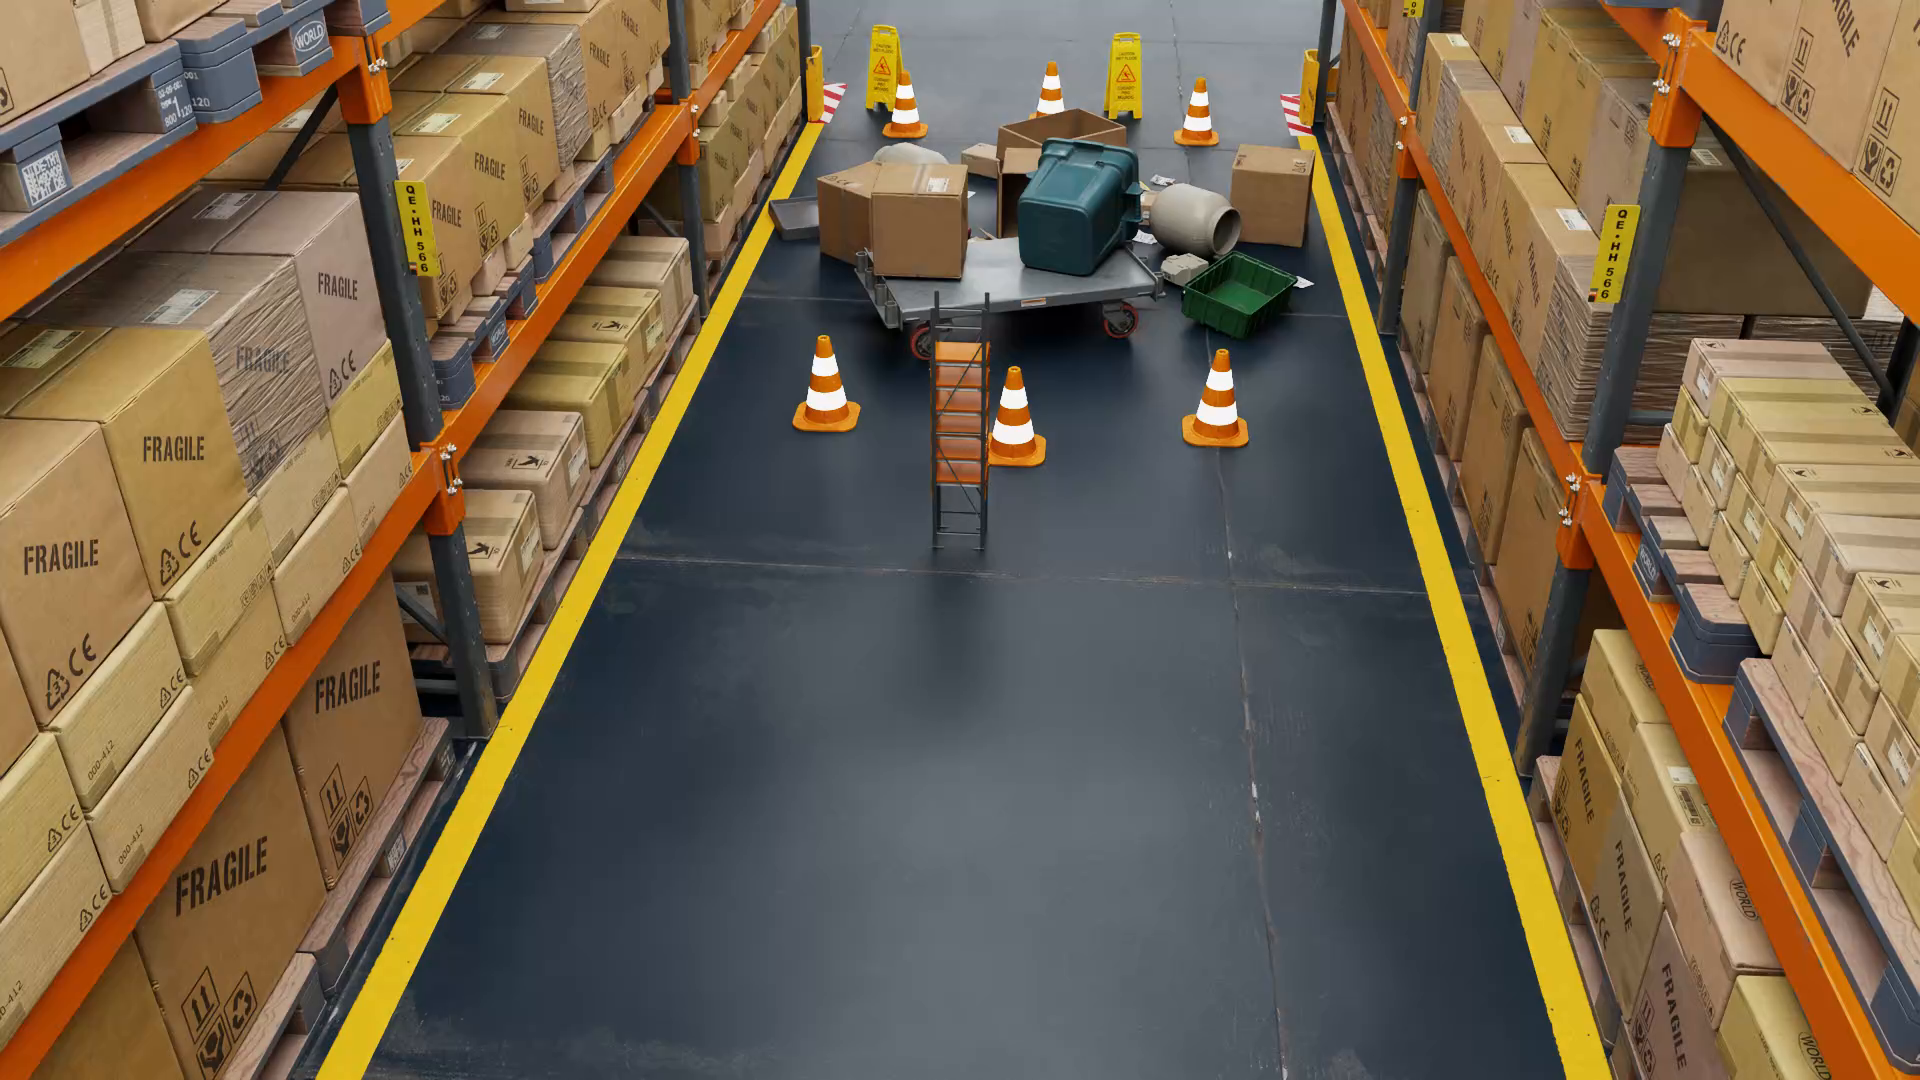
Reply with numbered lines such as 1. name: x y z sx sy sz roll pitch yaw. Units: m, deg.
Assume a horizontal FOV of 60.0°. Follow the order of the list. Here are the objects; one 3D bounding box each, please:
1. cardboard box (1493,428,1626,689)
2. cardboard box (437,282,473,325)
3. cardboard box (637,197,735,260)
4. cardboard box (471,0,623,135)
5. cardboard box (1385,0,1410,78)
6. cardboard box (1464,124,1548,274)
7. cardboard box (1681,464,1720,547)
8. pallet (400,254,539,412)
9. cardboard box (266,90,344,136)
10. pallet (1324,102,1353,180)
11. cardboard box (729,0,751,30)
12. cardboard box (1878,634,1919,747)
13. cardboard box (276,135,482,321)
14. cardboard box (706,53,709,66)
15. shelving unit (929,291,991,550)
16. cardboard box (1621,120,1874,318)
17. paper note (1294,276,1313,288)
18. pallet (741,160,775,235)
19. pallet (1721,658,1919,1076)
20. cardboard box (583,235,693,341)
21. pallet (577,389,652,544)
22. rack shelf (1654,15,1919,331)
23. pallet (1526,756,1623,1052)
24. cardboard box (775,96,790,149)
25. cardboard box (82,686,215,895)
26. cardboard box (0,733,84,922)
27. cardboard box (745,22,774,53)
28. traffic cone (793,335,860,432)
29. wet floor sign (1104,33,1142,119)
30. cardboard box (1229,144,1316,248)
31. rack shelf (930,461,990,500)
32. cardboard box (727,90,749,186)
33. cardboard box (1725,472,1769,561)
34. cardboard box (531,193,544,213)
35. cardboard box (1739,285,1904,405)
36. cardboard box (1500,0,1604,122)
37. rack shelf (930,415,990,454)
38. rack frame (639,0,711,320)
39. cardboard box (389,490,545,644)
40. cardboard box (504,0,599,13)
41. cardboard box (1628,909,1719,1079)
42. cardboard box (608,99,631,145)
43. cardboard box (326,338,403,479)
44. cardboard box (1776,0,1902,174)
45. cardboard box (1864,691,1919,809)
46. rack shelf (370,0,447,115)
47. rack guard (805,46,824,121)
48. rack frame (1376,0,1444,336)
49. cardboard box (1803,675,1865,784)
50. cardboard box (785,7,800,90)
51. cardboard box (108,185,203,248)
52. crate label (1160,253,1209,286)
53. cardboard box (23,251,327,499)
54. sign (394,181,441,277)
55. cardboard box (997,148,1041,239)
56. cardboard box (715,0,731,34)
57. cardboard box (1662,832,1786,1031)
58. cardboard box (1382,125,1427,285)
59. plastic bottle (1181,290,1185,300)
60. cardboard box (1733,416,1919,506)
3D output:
1. cardboard box: 2.756 0.079 6.507 1.050 0.750 0.750 2 32 3
2. cardboard box: -2.057 -0.924 6.230 0.380 0.149 0.250 1 32 1
3. cardboard box: -1.682 -1.941 10.261 0.500 0.250 0.500 1 32 2
4. cardboard box: -1.896 -2.203 7.687 0.500 0.500 0.500 4 32 6
5. cardboard box: 2.983 -3.023 9.653 0.875 0.550 0.550 2 32 4
6. cardboard box: 2.506 -1.465 7.174 0.500 0.500 0.500 3 32 5
7. cardboard box: 2.357 -0.092 4.879 0.380 0.149 0.250 4 32 6
8. pallet: -2.373 -0.840 6.436 1.213 0.211 1.003 2 32 4
9. cardboard box: -2.534 -1.413 6.404 0.500 0.500 0.500 2 32 3
10. pallet: 3.281 -2.960 12.352 1.003 0.211 1.213 2 32 4
11. cardboard box: -1.541 -3.348 10.564 0.380 0.149 0.250 3 32 4
12. cardboard box: 2.256 0.340 3.611 0.380 0.149 0.250 2 32 3
13. cardboard box: -2.058 -1.118 5.925 0.500 0.500 0.500 2 32 3
14. cardboard box: -1.685 -2.814 9.697 0.380 0.149 0.250 3 32 5
15. shelving unit: 0.001 -0.518 7.447 0.258 1.200 0.189 2 32 4
16. cardboard box: 2.663 -1.088 5.608 0.700 0.500 0.500 2 32 4
17. paper note: 2.095 -1.604 10.323 0.147 0.020 0.142 -20 37 -29
18. pallet: -1.883 -2.441 11.510 1.003 0.211 1.213 2 32 4
19. pallet: 2.496 0.733 3.884 1.003 0.211 1.213 2 32 4
20. cardboard box: -2.040 -1.422 9.302 0.950 0.372 0.625 3 32 5
21. pallet: -2.158 -0.402 8.201 1.003 0.211 1.213 2 32 4
22. rack shelf: 2.454 -0.311 3.221 1.077 0.370 4.000 2 32 4
23. pallet: 2.552 1.210 5.585 1.003 0.211 1.213 2 32 4
24. cardboard box: -1.522 -3.031 12.030 0.500 0.250 0.500 3 32 4
25. cardboard box: -2.204 0.593 4.071 0.500 0.250 0.500 2 32 3
26. cardboard box: -2.252 0.644 3.513 0.500 0.250 0.500 3 32 5
27. cardboard box: -1.489 -3.437 11.356 0.380 0.149 0.250 4 32 6
28. traffic cone: -0.705 -0.848 8.684 0.336 0.463 0.334 2 32 4
29. wet floor sign: 1.297 -3.666 13.084 0.267 0.644 0.232 -3 32 -5
30. cardboard box: 2.046 -2.270 10.954 0.500 0.500 0.500 8 32 12
31. rack shelf: 0.001 -0.276 7.597 0.258 0.103 0.180 2 32 4
32. cardboard box: -1.651 -2.541 10.519 0.500 0.500 0.500 4 32 6
33. cardboard box: 2.339 -0.058 4.541 0.380 0.149 0.250 2 32 2
34. cardboard box: -2.020 -1.487 7.143 0.380 0.149 0.250 4 32 6
35. cardboard box: 2.922 -0.651 5.853 0.500 0.500 0.500 3 32 5
36. cardboard box: 2.826 -2.152 7.335 0.700 0.500 0.500 3 32 4
37. rack shelf: 0.001 -0.481 7.471 0.258 0.103 0.180 2 32 4
38. rack frame: -2.000 -2.636 9.168 1.000 3.000 0.127 2 32 4
39. cardboard box: -2.269 0.101 6.832 0.950 0.372 0.625 0 32 1
40. cardboard box: -1.854 -2.504 7.556 0.380 0.149 0.250 1 32 2
41. cardboard box: 2.230 1.390 4.617 0.500 0.500 0.500 2 32 3
42. cardboard box: -1.808 -2.020 8.008 0.380 0.149 0.250 3 32 4
43. cardboard box: -2.111 -0.429 5.254 0.500 0.250 0.500 2 32 4
44. cardboard box: 2.271 -1.156 3.813 0.500 0.500 0.500 2 32 4
45. cardboard box: 2.256 0.475 3.676 0.380 0.149 0.250 4 32 6
46. rack shelf: -2.162 -2.561 6.873 1.077 0.370 4.000 2 32 4
47. rack guard: -1.680 -3.624 13.153 1.175 0.500 0.348 2 32 4
48. rack frame: 2.942 -2.477 8.911 1.000 3.000 0.127 2 32 4
49. cardboard box: 2.273 0.461 3.982 0.380 0.149 0.250 3 32 5
50. cardboard box: -1.479 -3.625 12.279 0.500 0.500 0.500 3 32 4
51. cardboard box: -2.609 -0.765 5.084 0.500 0.500 0.500 1 32 2
52. crate label: 1.400 -1.677 10.340 0.298 0.136 0.250 -20 37 -29
53. cardboard box: -2.140 -0.462 4.593 0.500 0.500 0.500 3 32 5
54. sign: -1.772 -1.015 5.435 0.100 0.325 0.005 2 32 4
55. cardboard box: 0.639 -2.206 10.721 0.797 0.637 0.503 2 32 4
56. cardboard box: -1.668 -3.287 9.845 0.500 0.500 0.500 2 32 4
57. cardboard box: 2.225 1.054 4.448 0.500 0.250 0.500 3 32 4
58. cardboard box: 3.063 -2.077 9.887 0.875 0.875 0.875 3 32 5
59. plastic bottle: 1.461 -1.435 10.021 0.133 0.061 0.283 -14 34 -21
60. cardboard box: 2.342 -0.209 4.502 0.380 0.149 0.250 2 32 4
